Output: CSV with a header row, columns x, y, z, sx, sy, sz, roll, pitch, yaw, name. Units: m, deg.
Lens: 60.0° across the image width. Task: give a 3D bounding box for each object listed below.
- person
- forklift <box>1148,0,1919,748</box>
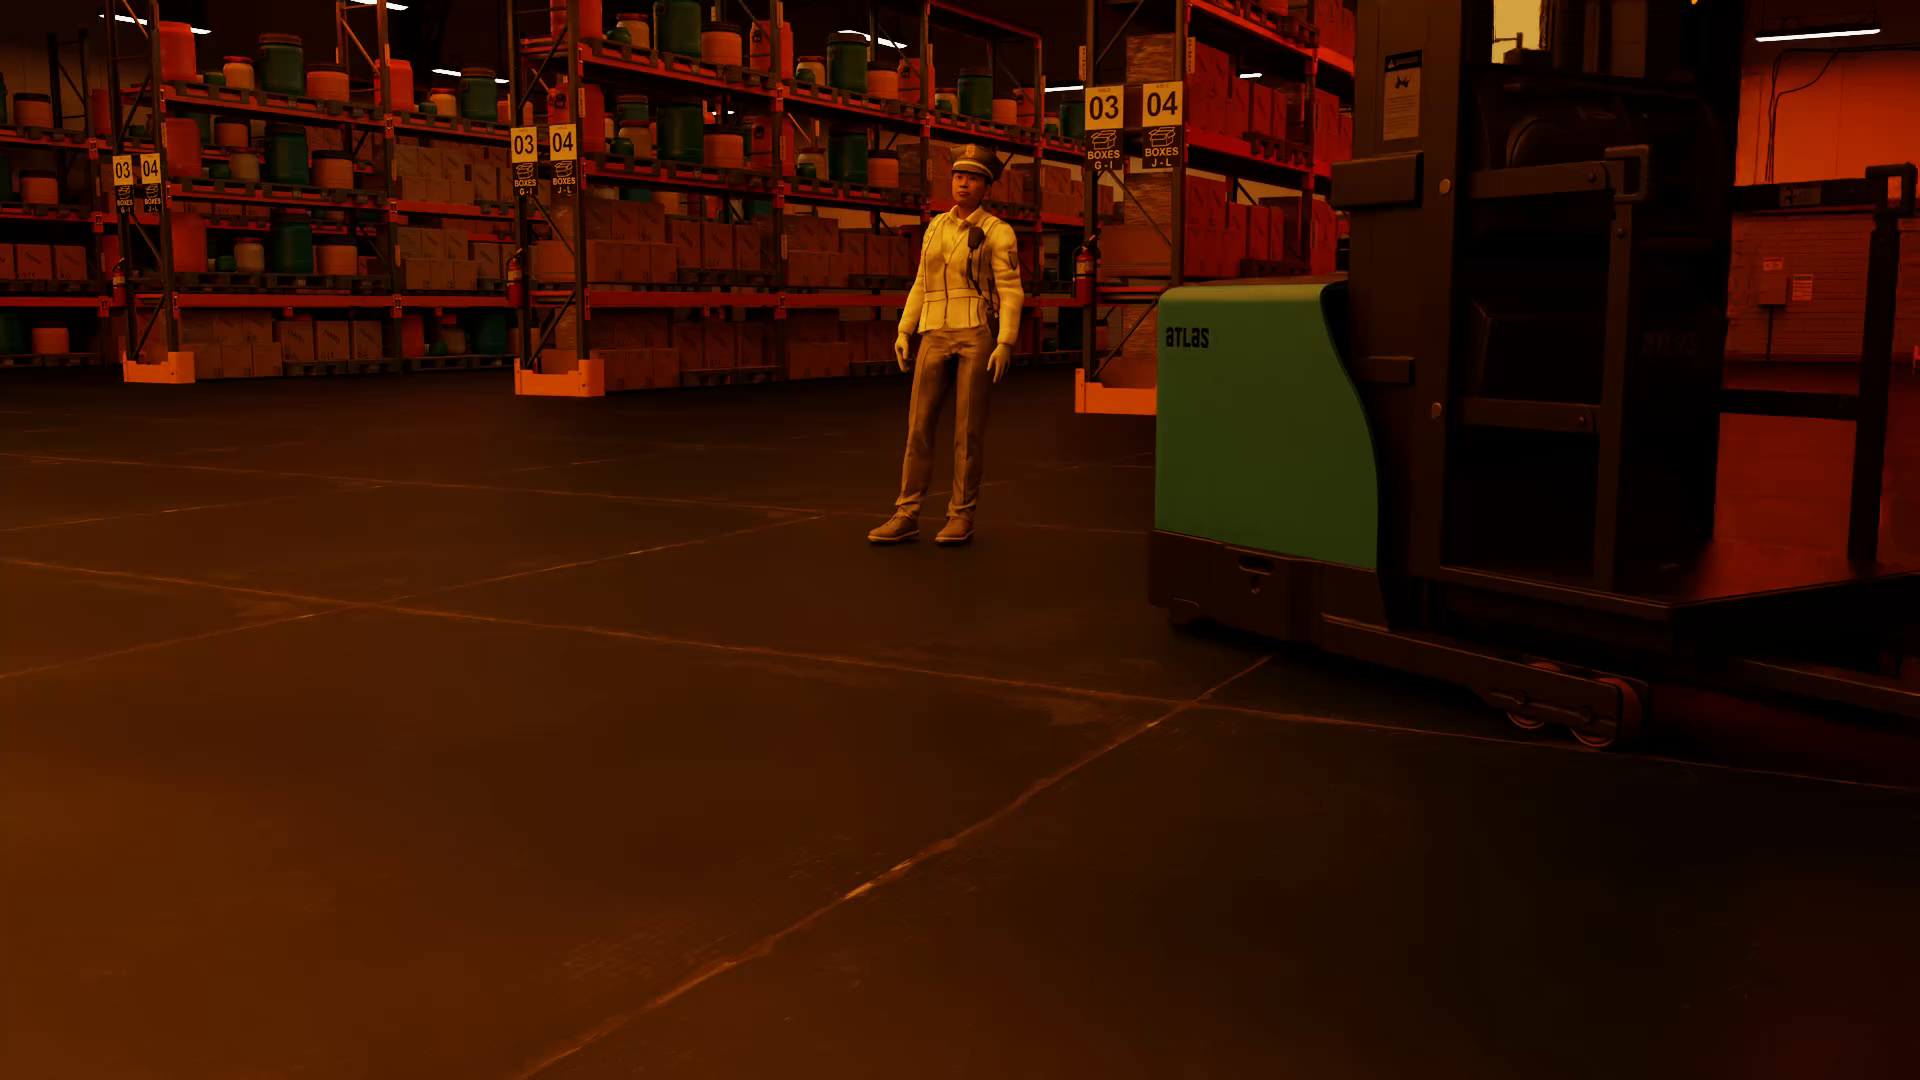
x,y,z,sx,sy,sz,roll,pitch,yaw,name
-0.039,-0.839,7.141,0.586,1.694,0.531,4,9,29,person
1.781,-1.043,4.150,1.130,2.935,3.031,-5,9,-30,forklift
